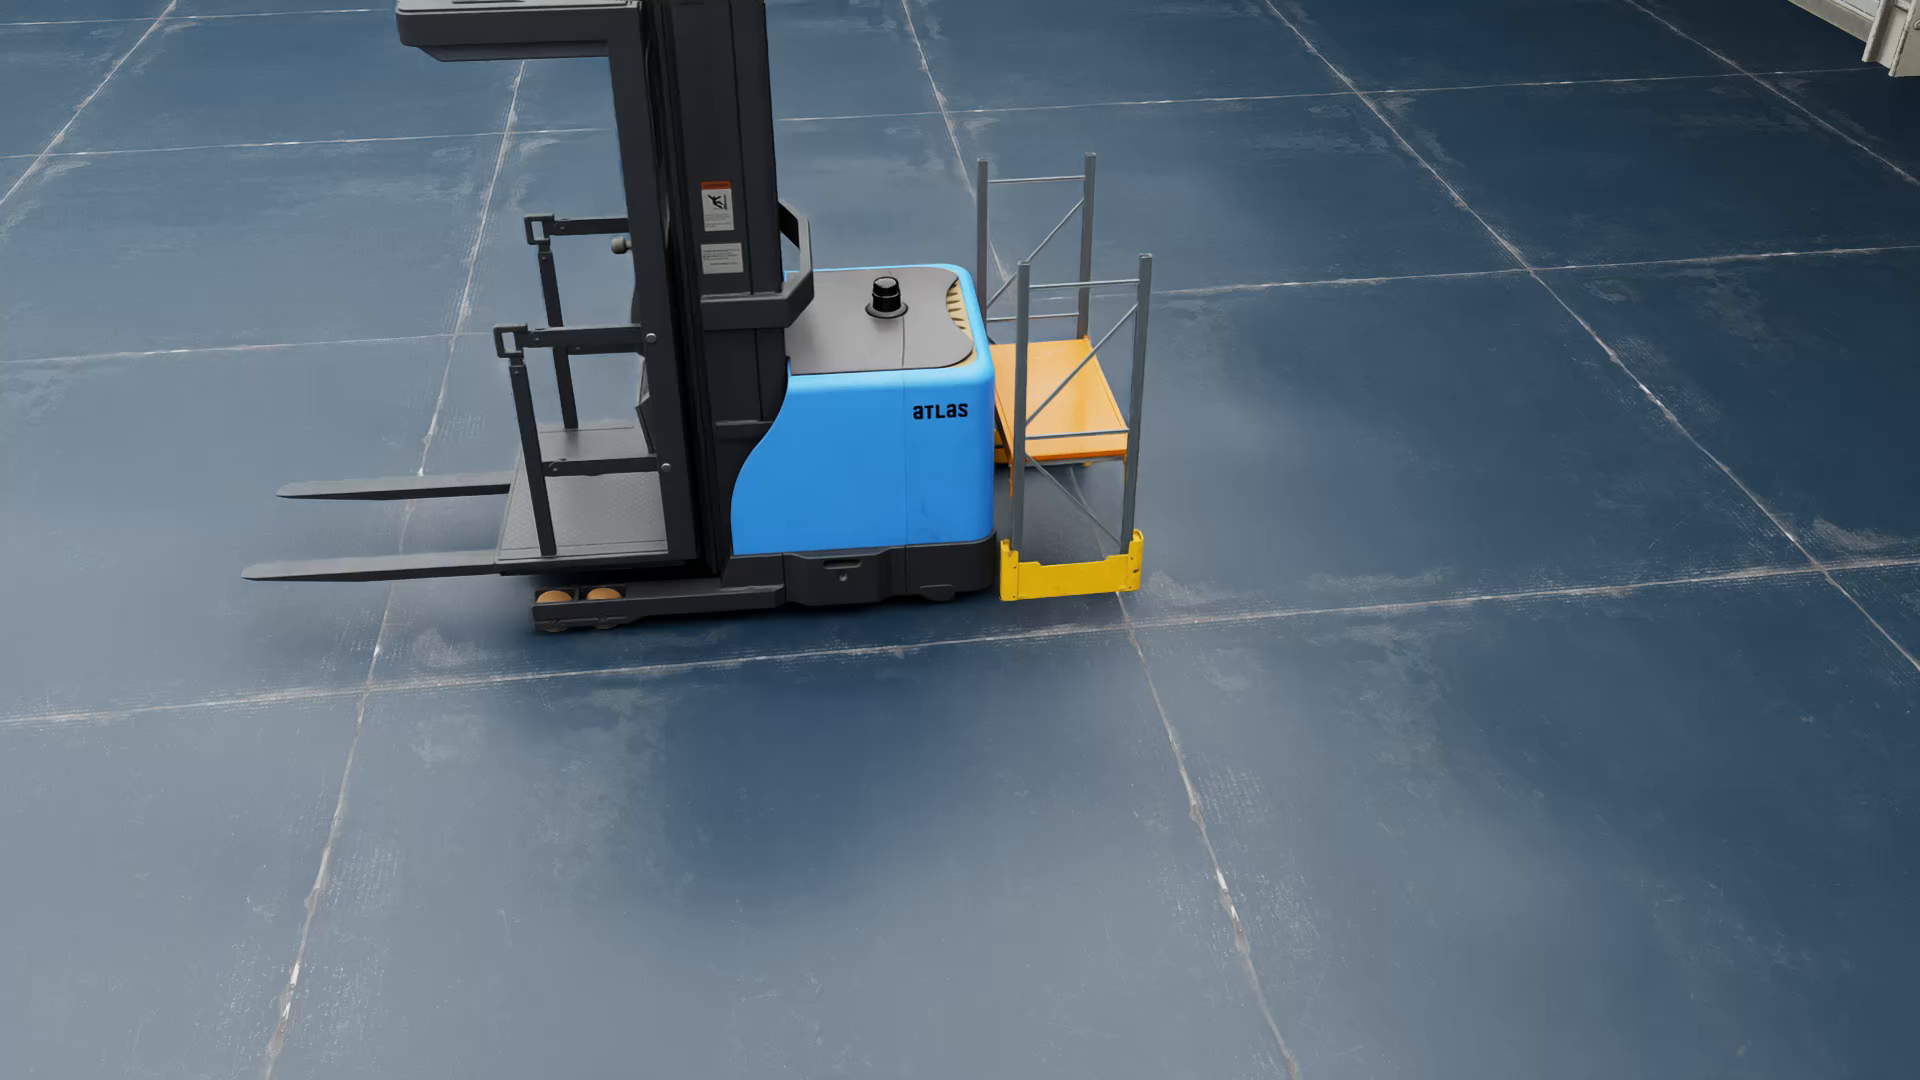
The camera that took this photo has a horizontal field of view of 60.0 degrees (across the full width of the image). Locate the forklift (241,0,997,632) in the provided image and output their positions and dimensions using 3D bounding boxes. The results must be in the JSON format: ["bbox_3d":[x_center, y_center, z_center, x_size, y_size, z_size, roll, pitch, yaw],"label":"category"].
[{"bbox_3d":[-1.402,-1.154,6.341,3.031,2.935,1.130,-3,34,-5],"label":"forklift"}]

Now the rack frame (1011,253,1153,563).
[{"bbox_3d":[0.459,-0.411,6.521,0.500,1.500,0.032,-4,35,-7],"label":"rack frame"}]

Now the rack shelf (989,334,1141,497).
[{"bbox_3d":[0.389,-0.546,7.038,0.538,0.185,1.000,-4,35,-7],"label":"rack shelf"}]

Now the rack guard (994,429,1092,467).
[{"bbox_3d":[0.321,-0.451,7.689,0.587,0.250,0.087,-4,35,-7],"label":"rack guard"}]

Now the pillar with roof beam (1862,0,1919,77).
[{"bbox_3d":[2.736,-6.932,9.431,9.100,9.000,0.400,-4,35,-6],"label":"pillar with roof beam"}]

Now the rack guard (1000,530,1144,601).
[{"bbox_3d":[0.459,0.105,6.874,0.587,0.250,0.087,-4,35,-7],"label":"rack guard"}]

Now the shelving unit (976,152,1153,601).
[{"bbox_3d":[0.390,-0.689,6.930,0.587,1.500,1.083,-4,35,-7],"label":"shelving unit"}]

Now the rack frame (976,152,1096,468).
[{"bbox_3d":[0.319,-0.978,7.353,0.500,1.500,0.032,-4,35,-7],"label":"rack frame"}]
